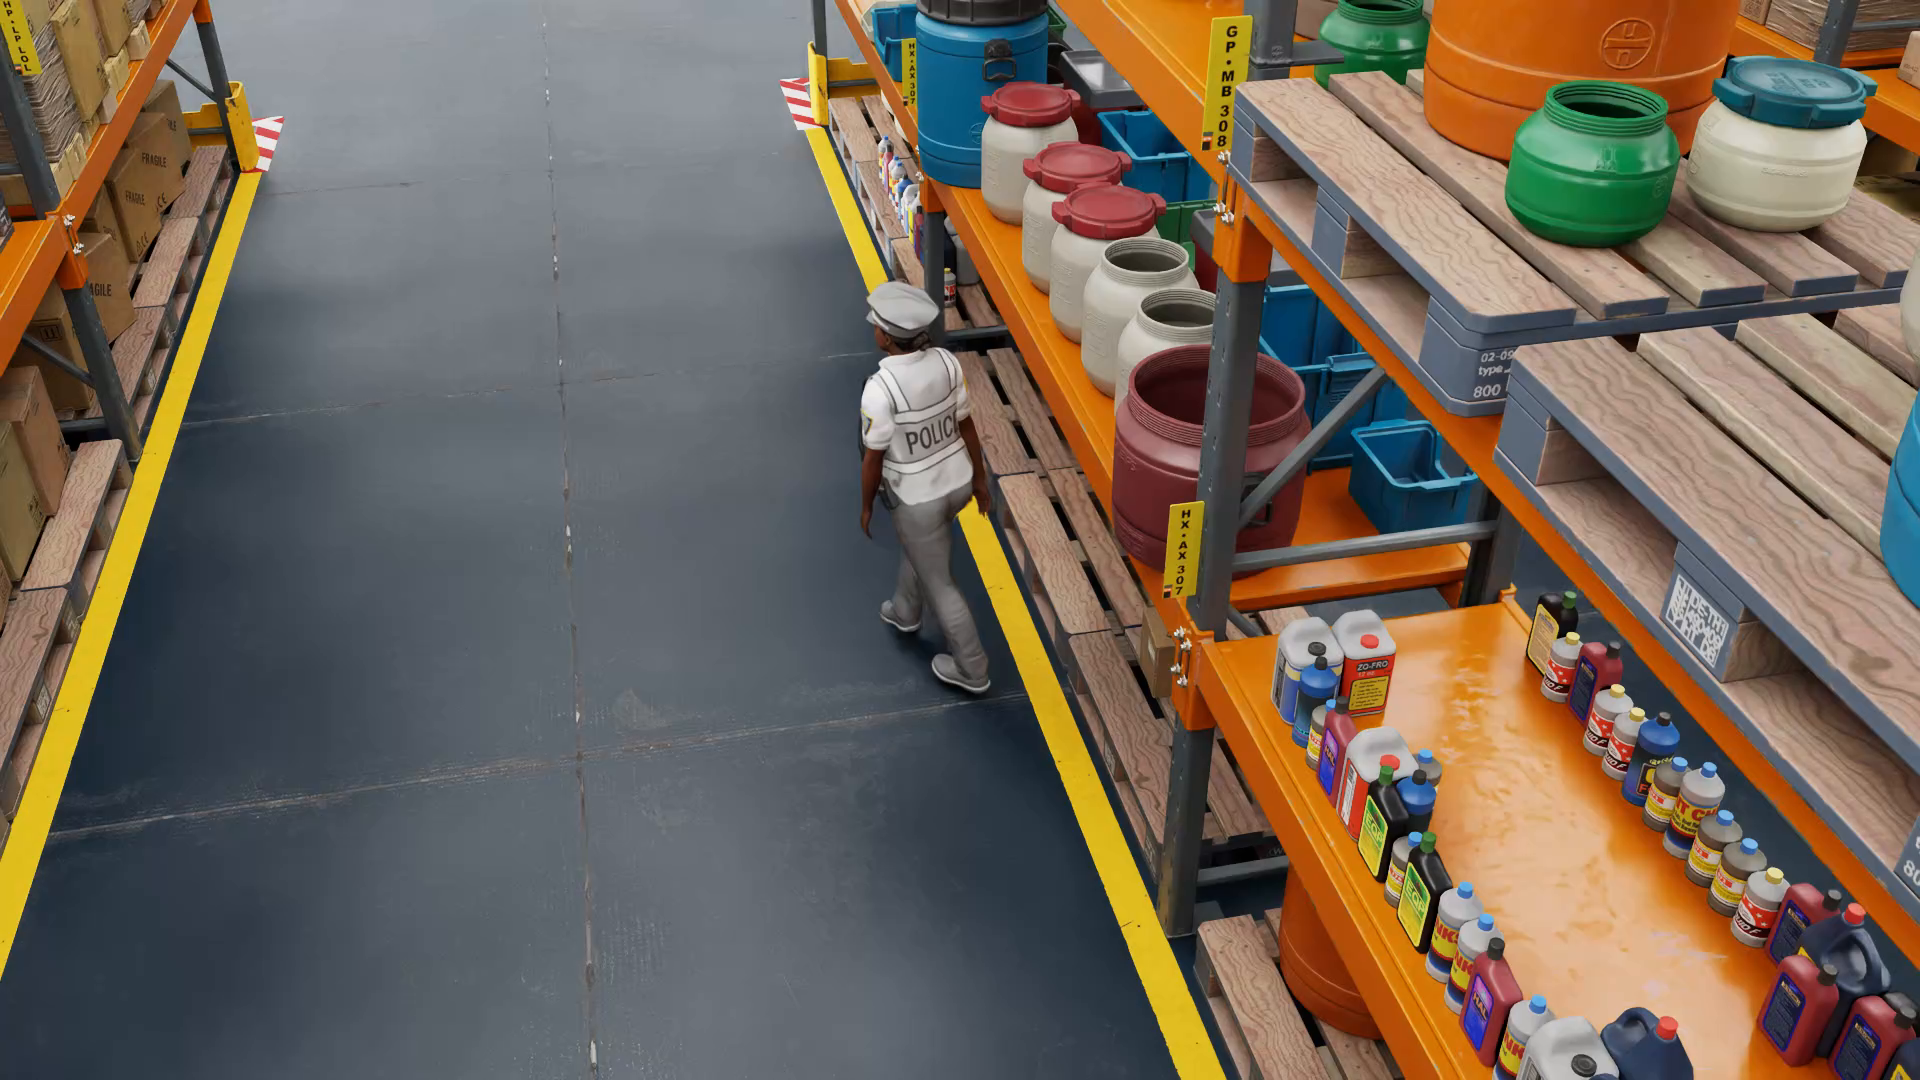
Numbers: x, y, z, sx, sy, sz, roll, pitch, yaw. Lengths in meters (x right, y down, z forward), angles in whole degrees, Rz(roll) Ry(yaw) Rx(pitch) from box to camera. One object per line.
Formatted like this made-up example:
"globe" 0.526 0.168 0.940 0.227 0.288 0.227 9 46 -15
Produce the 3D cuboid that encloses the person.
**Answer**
"person" -0.166 -0.183 6.409 0.749 1.687 0.476 27 43 33
